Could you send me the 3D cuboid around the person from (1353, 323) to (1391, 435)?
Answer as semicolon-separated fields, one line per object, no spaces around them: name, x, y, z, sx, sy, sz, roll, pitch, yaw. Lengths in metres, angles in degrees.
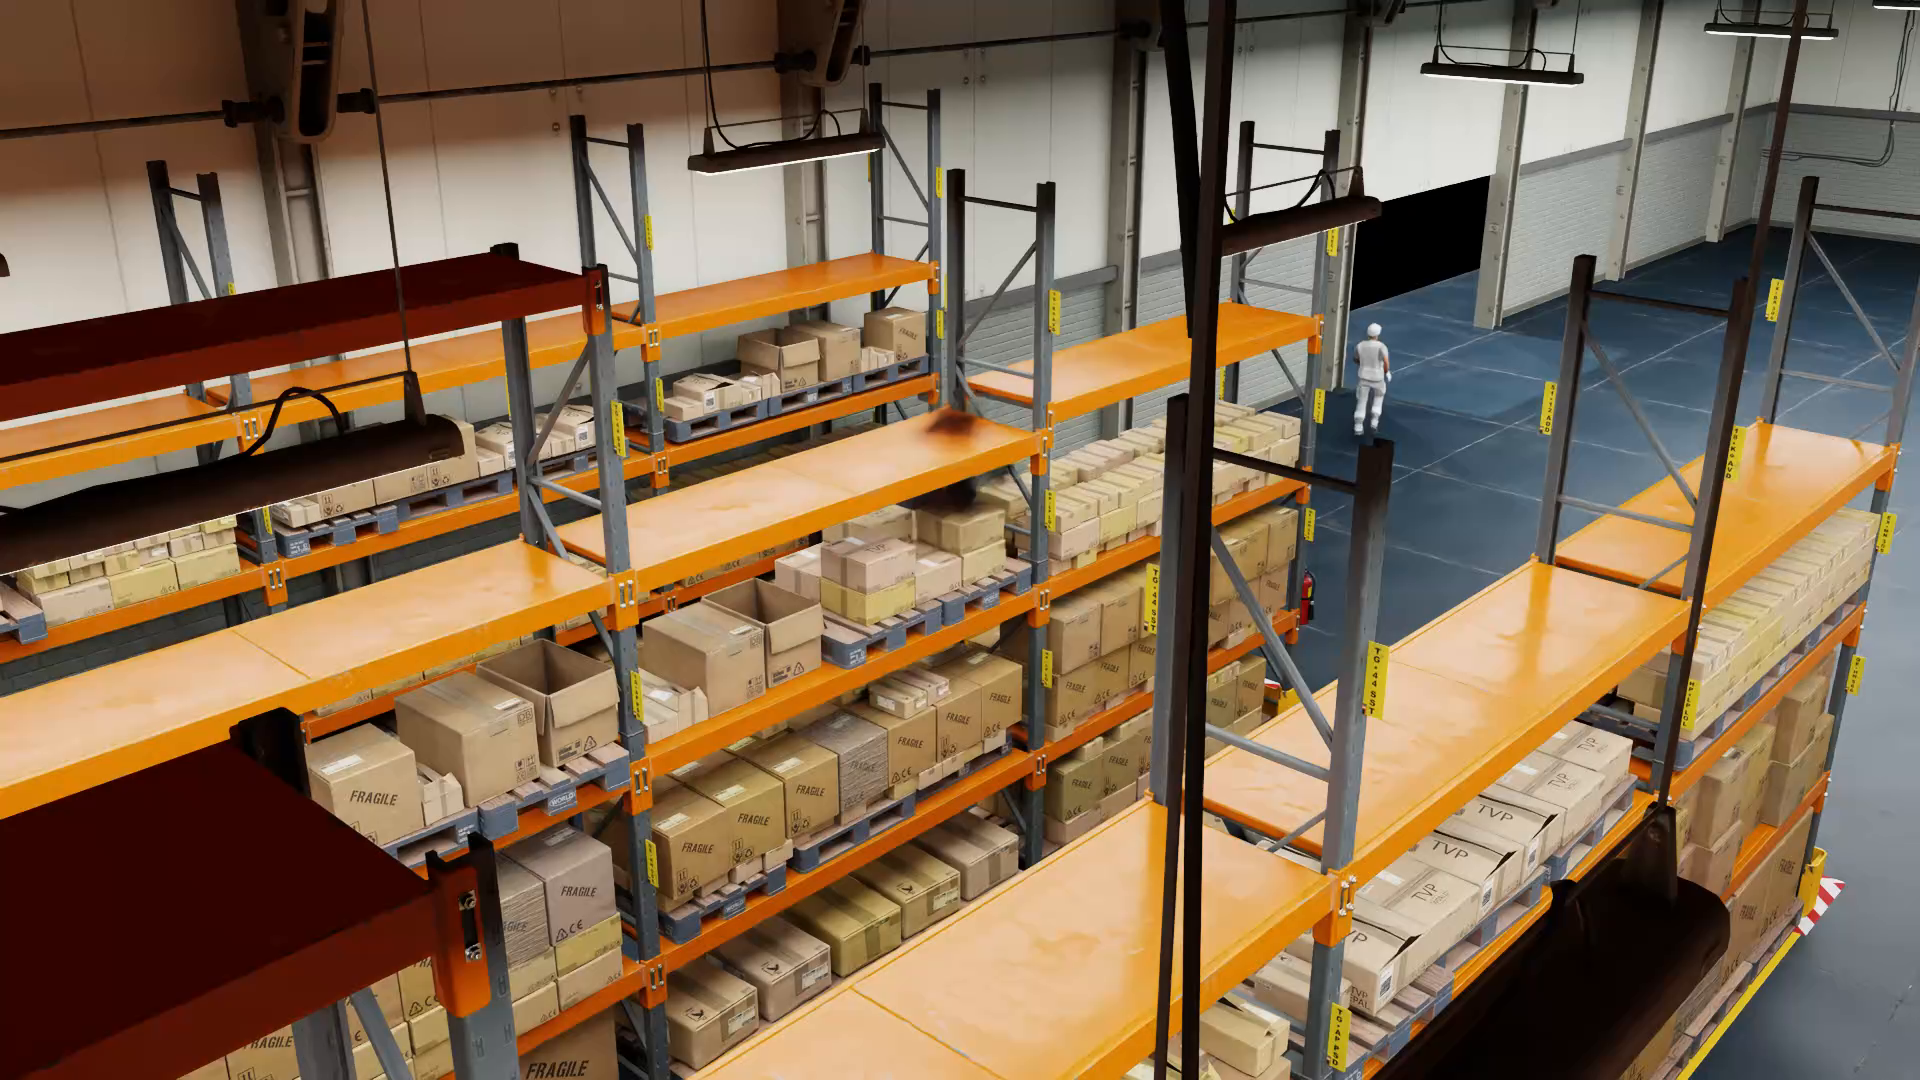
person;6.412;-2.481;25.943;0.641;1.838;0.762;10;23;24
